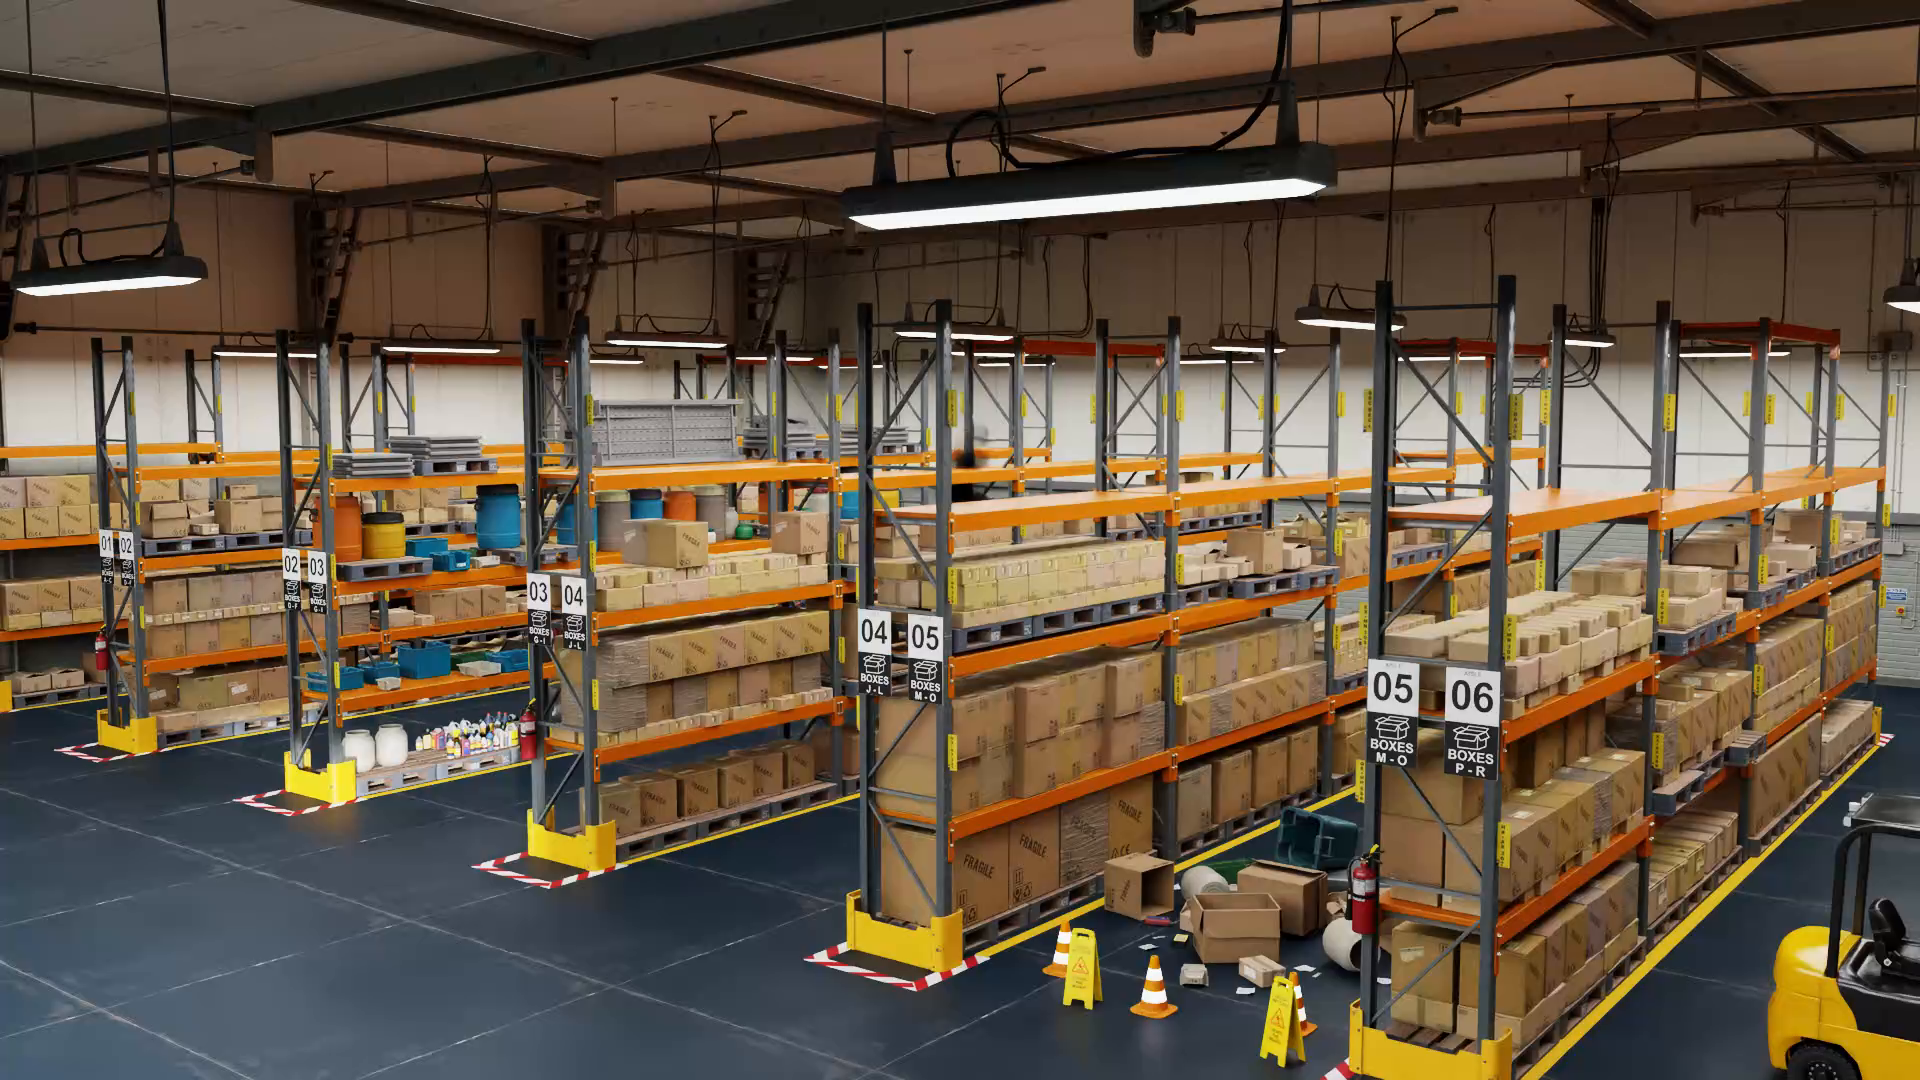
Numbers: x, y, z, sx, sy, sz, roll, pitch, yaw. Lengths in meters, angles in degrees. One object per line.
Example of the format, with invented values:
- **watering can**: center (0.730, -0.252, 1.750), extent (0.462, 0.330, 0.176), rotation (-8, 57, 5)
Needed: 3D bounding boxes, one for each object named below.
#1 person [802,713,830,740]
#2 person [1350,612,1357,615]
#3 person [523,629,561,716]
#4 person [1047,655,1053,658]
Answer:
- **person**: center (-2.060, 1.960, 23.622), extent (0.651, 1.771, 0.590), rotation (3, 6, 34)
- **person**: center (6.505, 1.989, 27.270), extent (0.567, 1.646, 0.647), rotation (4, 7, 42)
- **person**: center (-6.557, 1.975, 26.088), extent (0.703, 1.764, 1.059), rotation (3, 6, 34)
- **person**: center (1.036, 2.095, 21.960), extent (0.658, 1.749, 0.601), rotation (2, 6, 26)
